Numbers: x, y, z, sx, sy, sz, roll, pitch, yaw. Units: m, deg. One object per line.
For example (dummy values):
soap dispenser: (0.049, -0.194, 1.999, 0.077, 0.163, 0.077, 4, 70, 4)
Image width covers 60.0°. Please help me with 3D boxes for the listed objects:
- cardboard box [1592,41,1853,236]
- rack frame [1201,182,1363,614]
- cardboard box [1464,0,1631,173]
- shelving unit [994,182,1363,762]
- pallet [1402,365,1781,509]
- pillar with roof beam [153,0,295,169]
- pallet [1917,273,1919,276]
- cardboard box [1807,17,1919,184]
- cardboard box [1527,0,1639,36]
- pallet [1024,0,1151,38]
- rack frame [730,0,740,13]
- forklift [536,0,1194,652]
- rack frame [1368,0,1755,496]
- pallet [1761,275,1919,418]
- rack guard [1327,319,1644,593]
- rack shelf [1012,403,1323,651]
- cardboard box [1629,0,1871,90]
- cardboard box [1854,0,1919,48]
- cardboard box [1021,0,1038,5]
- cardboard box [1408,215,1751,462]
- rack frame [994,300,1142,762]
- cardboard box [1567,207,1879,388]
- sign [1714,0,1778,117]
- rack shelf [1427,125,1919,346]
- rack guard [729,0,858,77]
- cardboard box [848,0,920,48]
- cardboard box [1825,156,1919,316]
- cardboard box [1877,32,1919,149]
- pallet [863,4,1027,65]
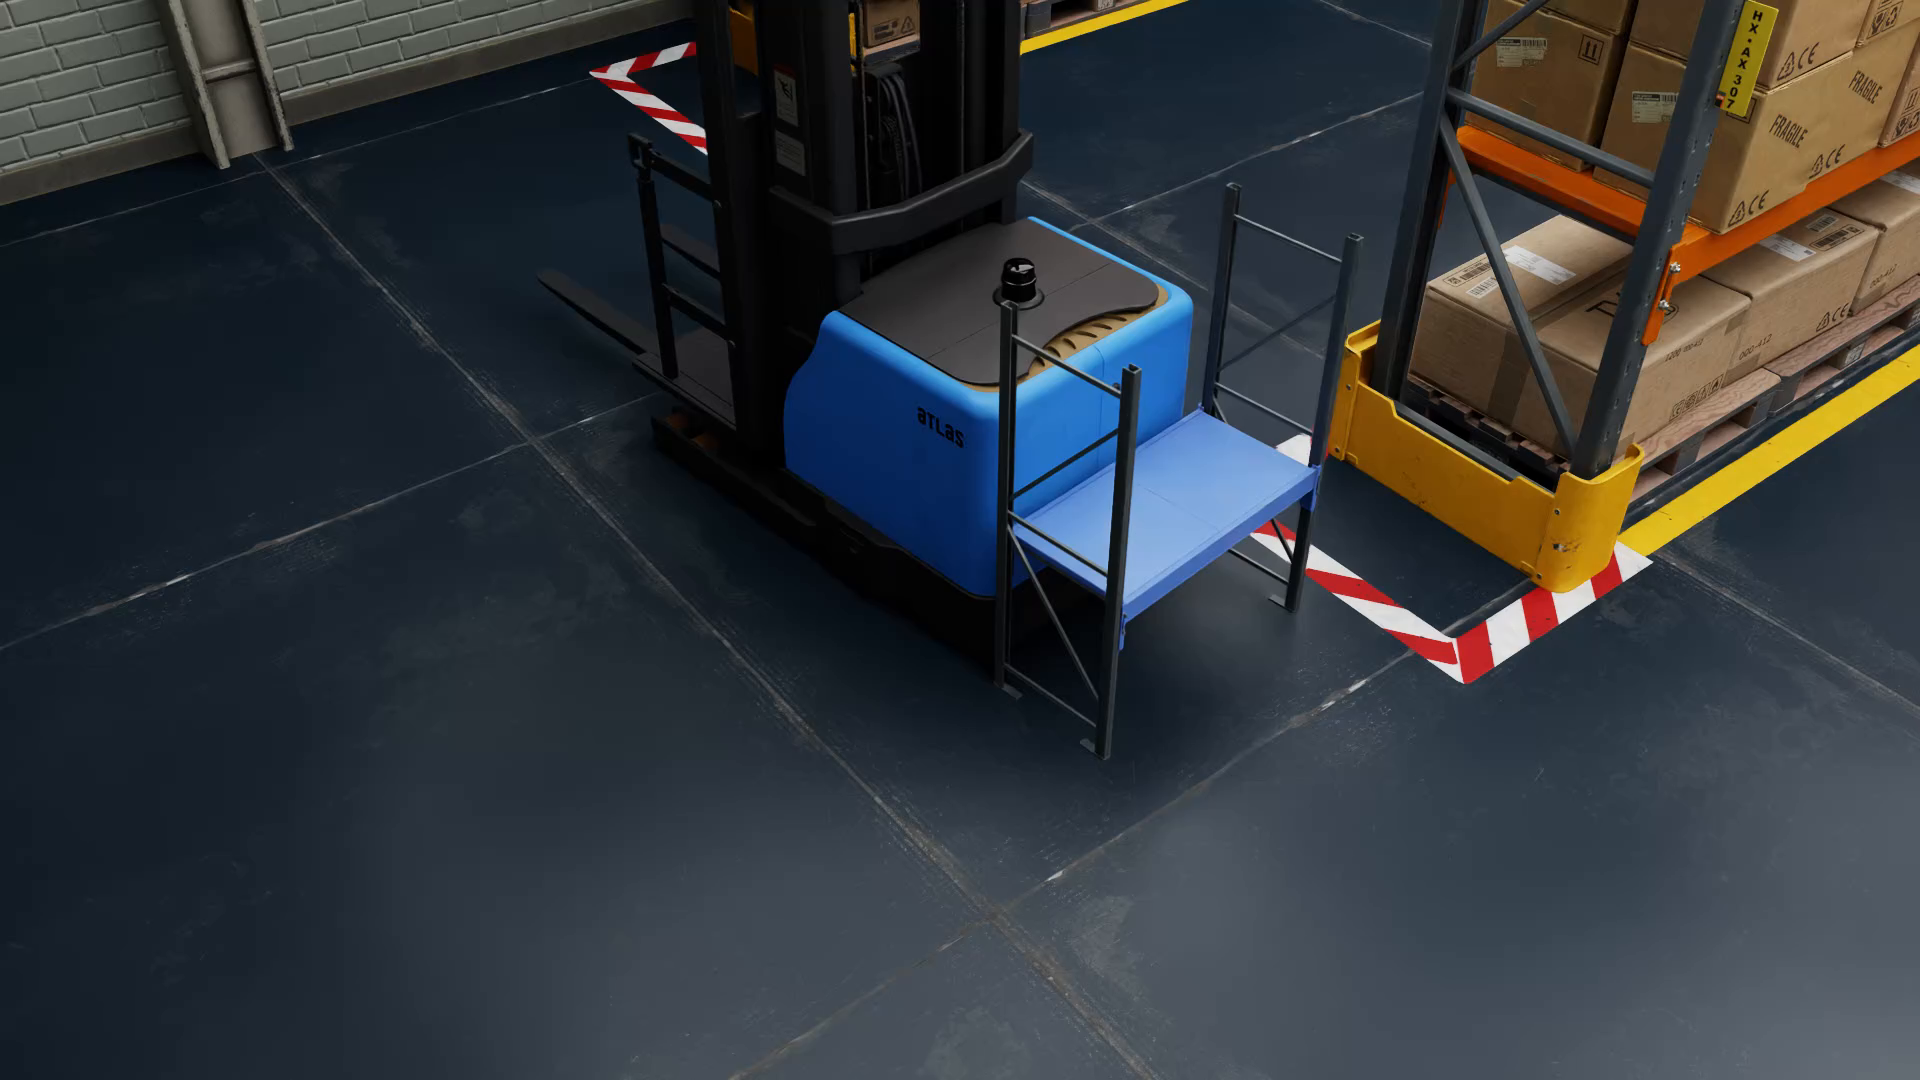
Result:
cardboard box: (2.513, -1.399, 5.511, 0.500, 0.500, 0.500, -26, 46, -28)
rack frame: (1.025, -0.435, 5.597, 0.032, 1.500, 0.500, -32, 49, -33)
cardboard box: (2.179, -1.677, 5.851, 0.500, 0.500, 0.500, -26, 46, -28)
shelving unit: (0.663, -0.208, 5.321, 1.048, 1.500, 0.538, -32, 49, -33)
pallet: (2.544, -0.589, 6.802, 1.213, 0.211, 1.003, -26, 46, -28)
pillar with roof beam: (-1.134, -3.380, 3.275, 0.400, 9.000, 9.100, -26, 46, -28)
pallet: (4.478, -1.532, 7.952, 1.213, 0.211, 1.003, -26, 46, -28)
cardboard box: (2.897, -1.608, 5.767, 0.500, 0.500, 0.500, -27, 46, -29)
cardboard box: (2.194, -2.050, 5.517, 0.500, 0.500, 0.500, -24, 45, -27)
pallet: (0.588, -3.542, 10.402, 1.213, 0.211, 1.003, -26, 46, -28)
rack frame: (-1.070, -3.814, 8.534, 0.127, 3.000, 1.000, -26, 46, -28)
forklift: (-0.582, -1.589, 5.876, 1.130, 2.935, 3.031, -31, 49, -32)
rack frame: (1.957, -1.319, 5.493, 0.127, 3.000, 1.000, -26, 46, -28)
pallet: (3.510, -1.058, 7.374, 1.213, 0.211, 1.003, -26, 46, -28)
rack guard: (1.938, -0.343, 6.274, 0.348, 0.500, 1.175, -26, 46, -28)
rack shelf: (0.663, -0.069, 5.436, 1.000, 0.185, 0.538, -32, 49, -33)
cardboard box: (2.511, -1.787, 5.196, 0.500, 0.500, 0.500, -27, 46, -29)
cardboard box: (2.917, -1.990, 5.443, 0.500, 0.500, 0.500, -27, 47, -29)
cardboard box: (0.174, -3.509, 9.803, 0.500, 0.500, 0.700, -24, 45, -26)
cardboard box: (2.420, -0.796, 6.545, 0.875, 0.438, 0.875, -28, 47, -29)
rack frame: (0.301, 0.018, 5.046, 0.032, 1.500, 0.500, -32, 49, -33)
cardboard box: (3.140, -1.154, 6.981, 0.875, 0.438, 0.875, -25, 45, -27)
sign: (2.291, -1.403, 4.850, 0.005, 0.325, 0.100, -26, 46, -28)
rack shelf: (3.543, -1.814, 6.663, 4.000, 0.370, 1.077, -26, 46, -28)
rack guard: (-1.010, -2.877, 9.363, 0.348, 0.500, 1.175, -26, 46, -28)
cardboard box: (-0.528, -3.200, 9.423, 0.637, 0.503, 0.797, -28, 47, -30)
cardboard box: (3.856, -1.502, 7.405, 0.875, 0.438, 0.875, -27, 47, -29)
cardboard box: (3.311, -1.796, 5.995, 0.500, 0.500, 0.500, -26, 46, -28)
pallet: (-0.378, -3.074, 9.830, 1.213, 0.211, 1.003, -26, 46, -28)
